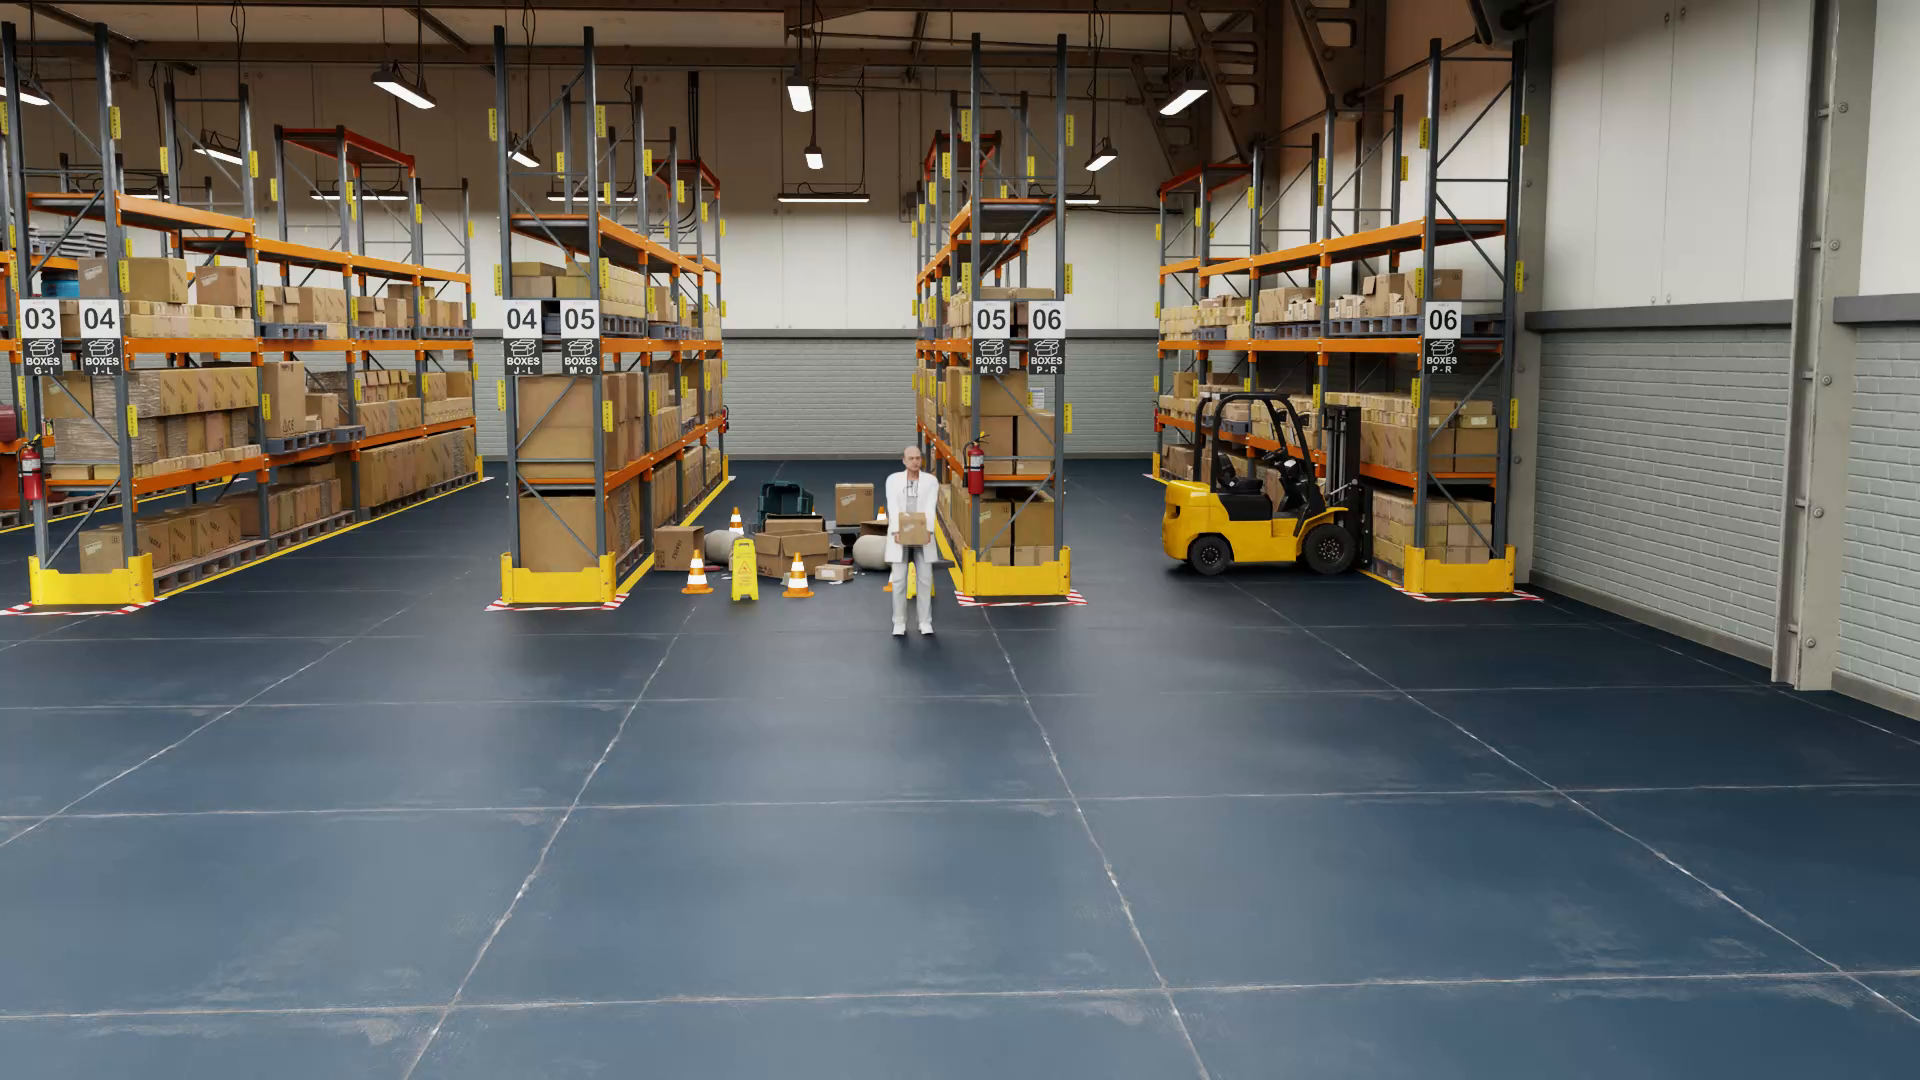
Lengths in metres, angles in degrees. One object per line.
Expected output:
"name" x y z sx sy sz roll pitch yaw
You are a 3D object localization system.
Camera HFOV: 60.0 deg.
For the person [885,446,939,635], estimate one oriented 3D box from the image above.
"person" -0.452 0.009 15.738 0.524 1.780 0.555 -1 7 -5
